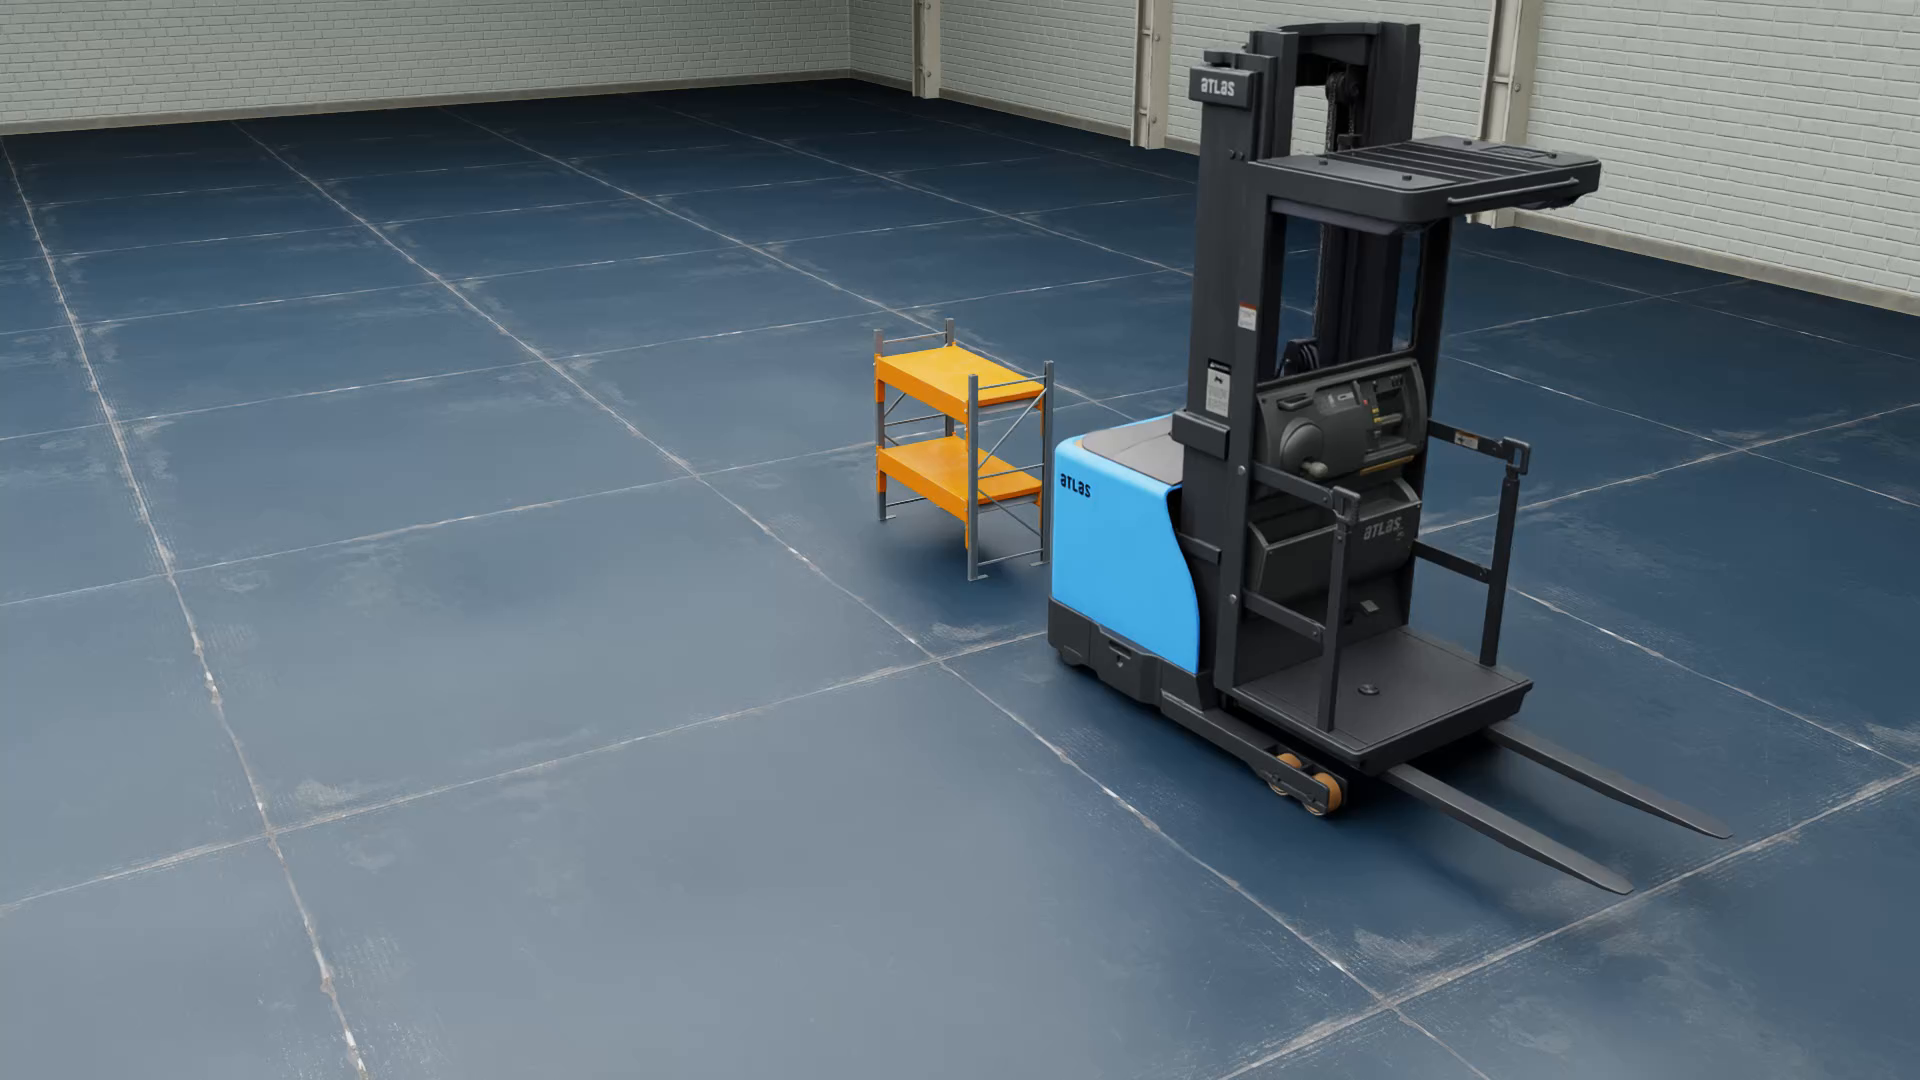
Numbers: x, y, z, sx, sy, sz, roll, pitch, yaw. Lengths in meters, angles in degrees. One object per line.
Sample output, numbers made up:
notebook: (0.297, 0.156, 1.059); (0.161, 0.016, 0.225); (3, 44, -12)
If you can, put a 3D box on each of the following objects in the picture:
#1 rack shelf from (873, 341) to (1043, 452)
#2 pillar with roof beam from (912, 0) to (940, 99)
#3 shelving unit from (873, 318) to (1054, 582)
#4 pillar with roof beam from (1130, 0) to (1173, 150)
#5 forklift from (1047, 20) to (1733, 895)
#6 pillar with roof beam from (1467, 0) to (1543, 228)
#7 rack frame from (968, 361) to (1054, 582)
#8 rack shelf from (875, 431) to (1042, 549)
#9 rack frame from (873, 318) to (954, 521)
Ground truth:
rack shelf: (0.003, -0.790, 8.984); (0.538, 0.278, 1.000); (-13, 25, -28)
pillar with roof beam: (-4.245, -10.554, 23.326); (9.100, 9.000, 0.400); (-13, 25, -28)
shelving unit: (0.003, -0.519, 9.094); (0.538, 1.125, 1.048); (-13, 25, -28)
pillar with roof beam: (-1.180, -8.612, 18.548); (9.100, 9.000, 0.400); (-13, 25, -28)
forklift: (1.680, -0.469, 6.573); (1.130, 2.935, 3.031); (-15, 27, -32)
pillar with roof beam: (1.884, -6.669, 13.769); (9.100, 9.000, 0.400); (-13, 25, -28)
rack frame: (0.263, -0.354, 8.689); (0.500, 1.125, 0.032); (-13, 25, -28)
rack shelf: (0.003, -0.292, 9.186); (0.538, 0.278, 1.000); (-13, 25, -28)
rack frame: (-0.256, -0.683, 9.499); (0.500, 1.125, 0.032); (-13, 25, -28)
